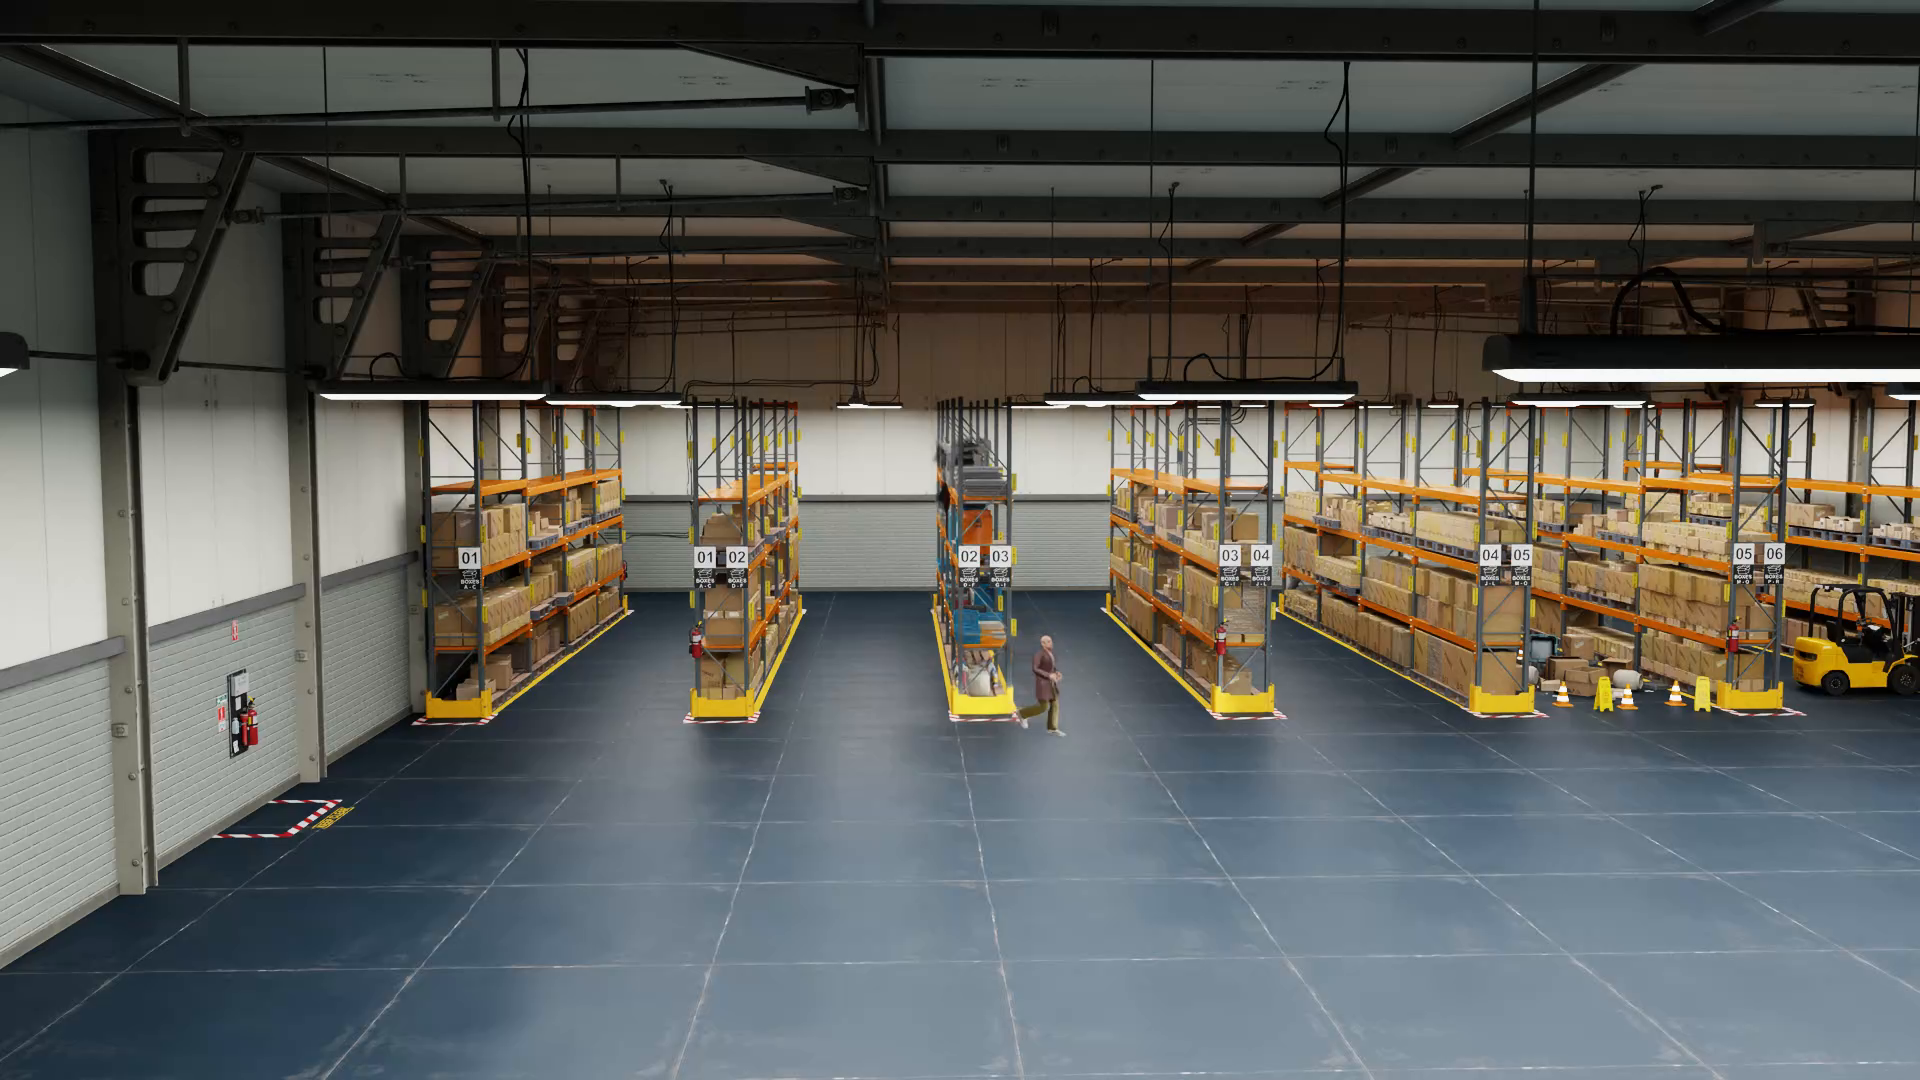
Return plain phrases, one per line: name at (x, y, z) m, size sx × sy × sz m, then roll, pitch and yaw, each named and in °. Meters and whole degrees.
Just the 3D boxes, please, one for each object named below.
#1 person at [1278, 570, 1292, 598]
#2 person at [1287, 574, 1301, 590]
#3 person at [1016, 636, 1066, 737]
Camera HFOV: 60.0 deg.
person at (9.735, 1.064, 49.144) m, size 0.617 × 1.753 × 0.679 m, roll -1°, pitch 5°, yaw -15°
person at (9.867, 1.163, 48.805) m, size 0.536 × 1.603 × 0.625 m, roll 0°, pitch 4°, yaw 3°
person at (1.472, 2.677, 29.522) m, size 0.914 × 1.576 × 0.718 m, roll 3°, pitch 5°, yaw 30°
